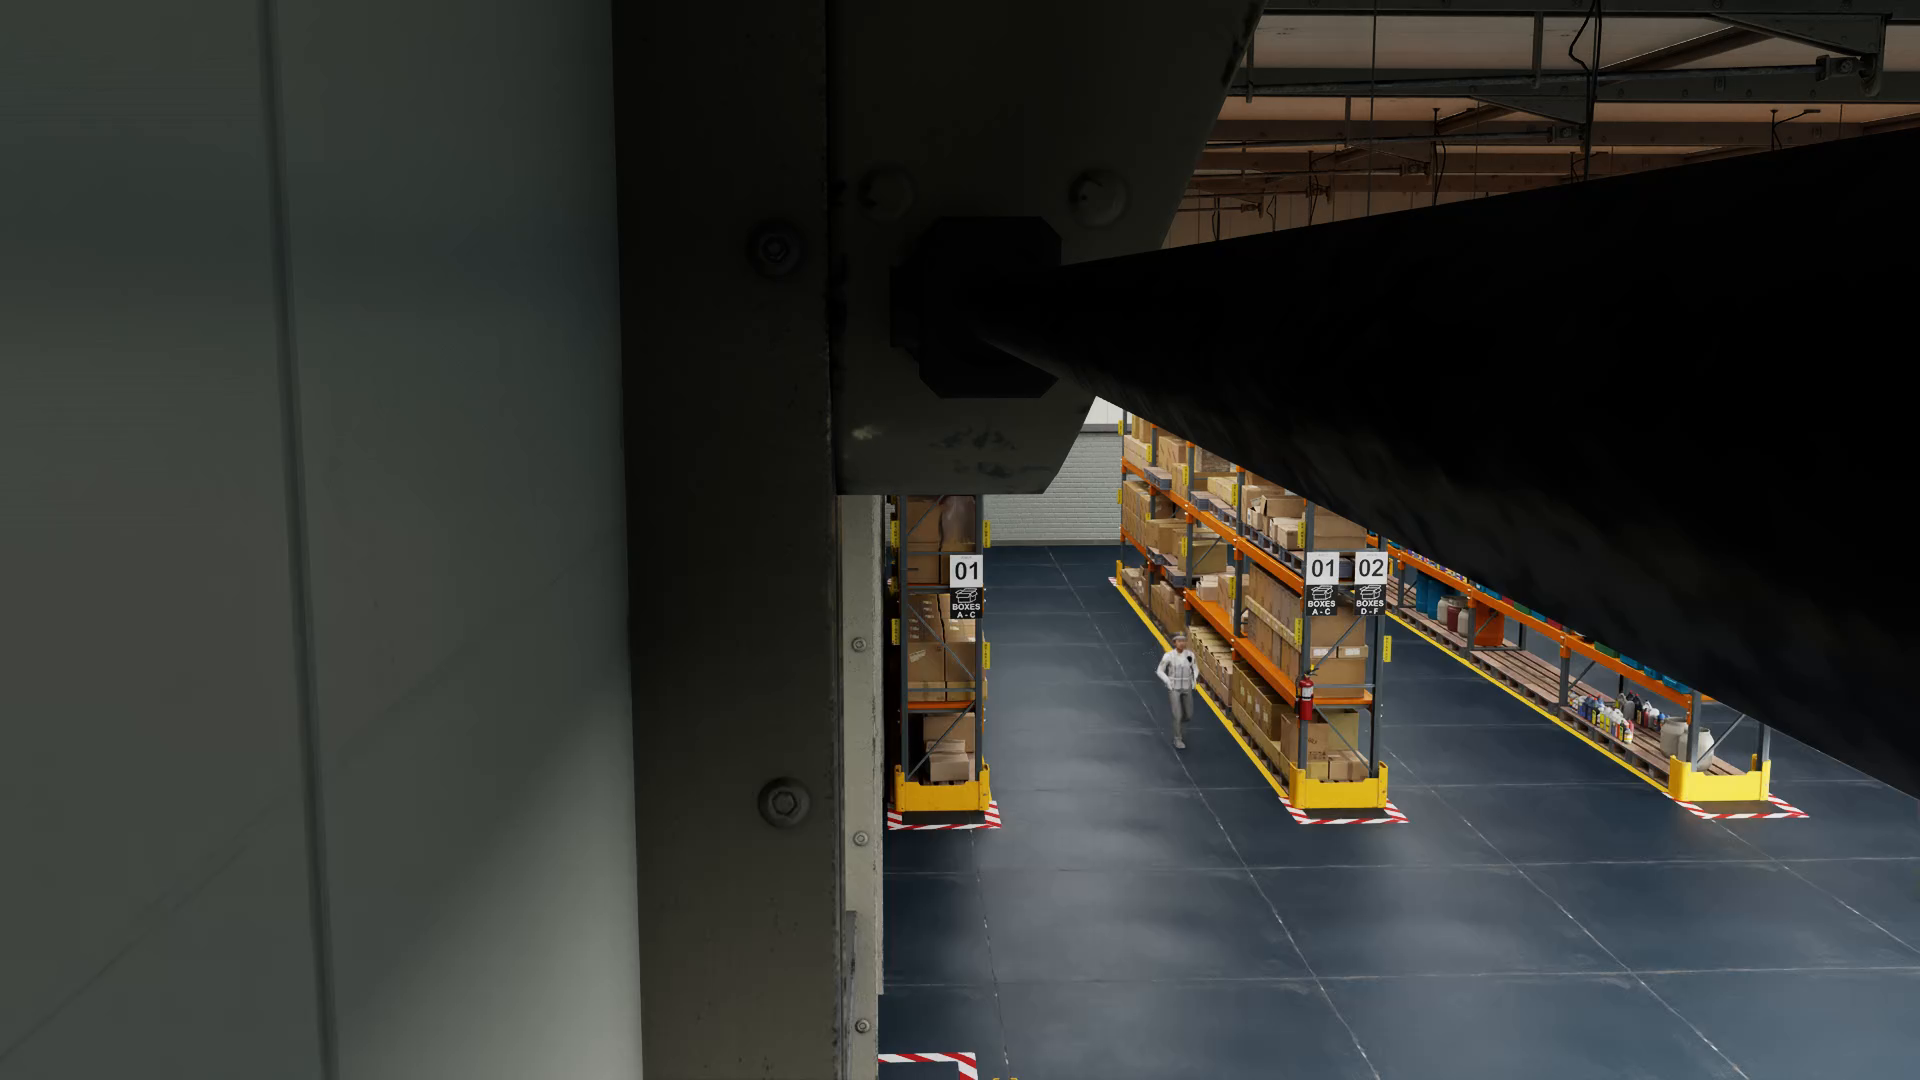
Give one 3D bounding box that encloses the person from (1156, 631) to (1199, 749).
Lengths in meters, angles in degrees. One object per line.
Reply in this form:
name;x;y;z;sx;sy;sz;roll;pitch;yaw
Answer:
person;3.072;2.077;23.398;0.614;1.647;0.580;-1;9;-8
